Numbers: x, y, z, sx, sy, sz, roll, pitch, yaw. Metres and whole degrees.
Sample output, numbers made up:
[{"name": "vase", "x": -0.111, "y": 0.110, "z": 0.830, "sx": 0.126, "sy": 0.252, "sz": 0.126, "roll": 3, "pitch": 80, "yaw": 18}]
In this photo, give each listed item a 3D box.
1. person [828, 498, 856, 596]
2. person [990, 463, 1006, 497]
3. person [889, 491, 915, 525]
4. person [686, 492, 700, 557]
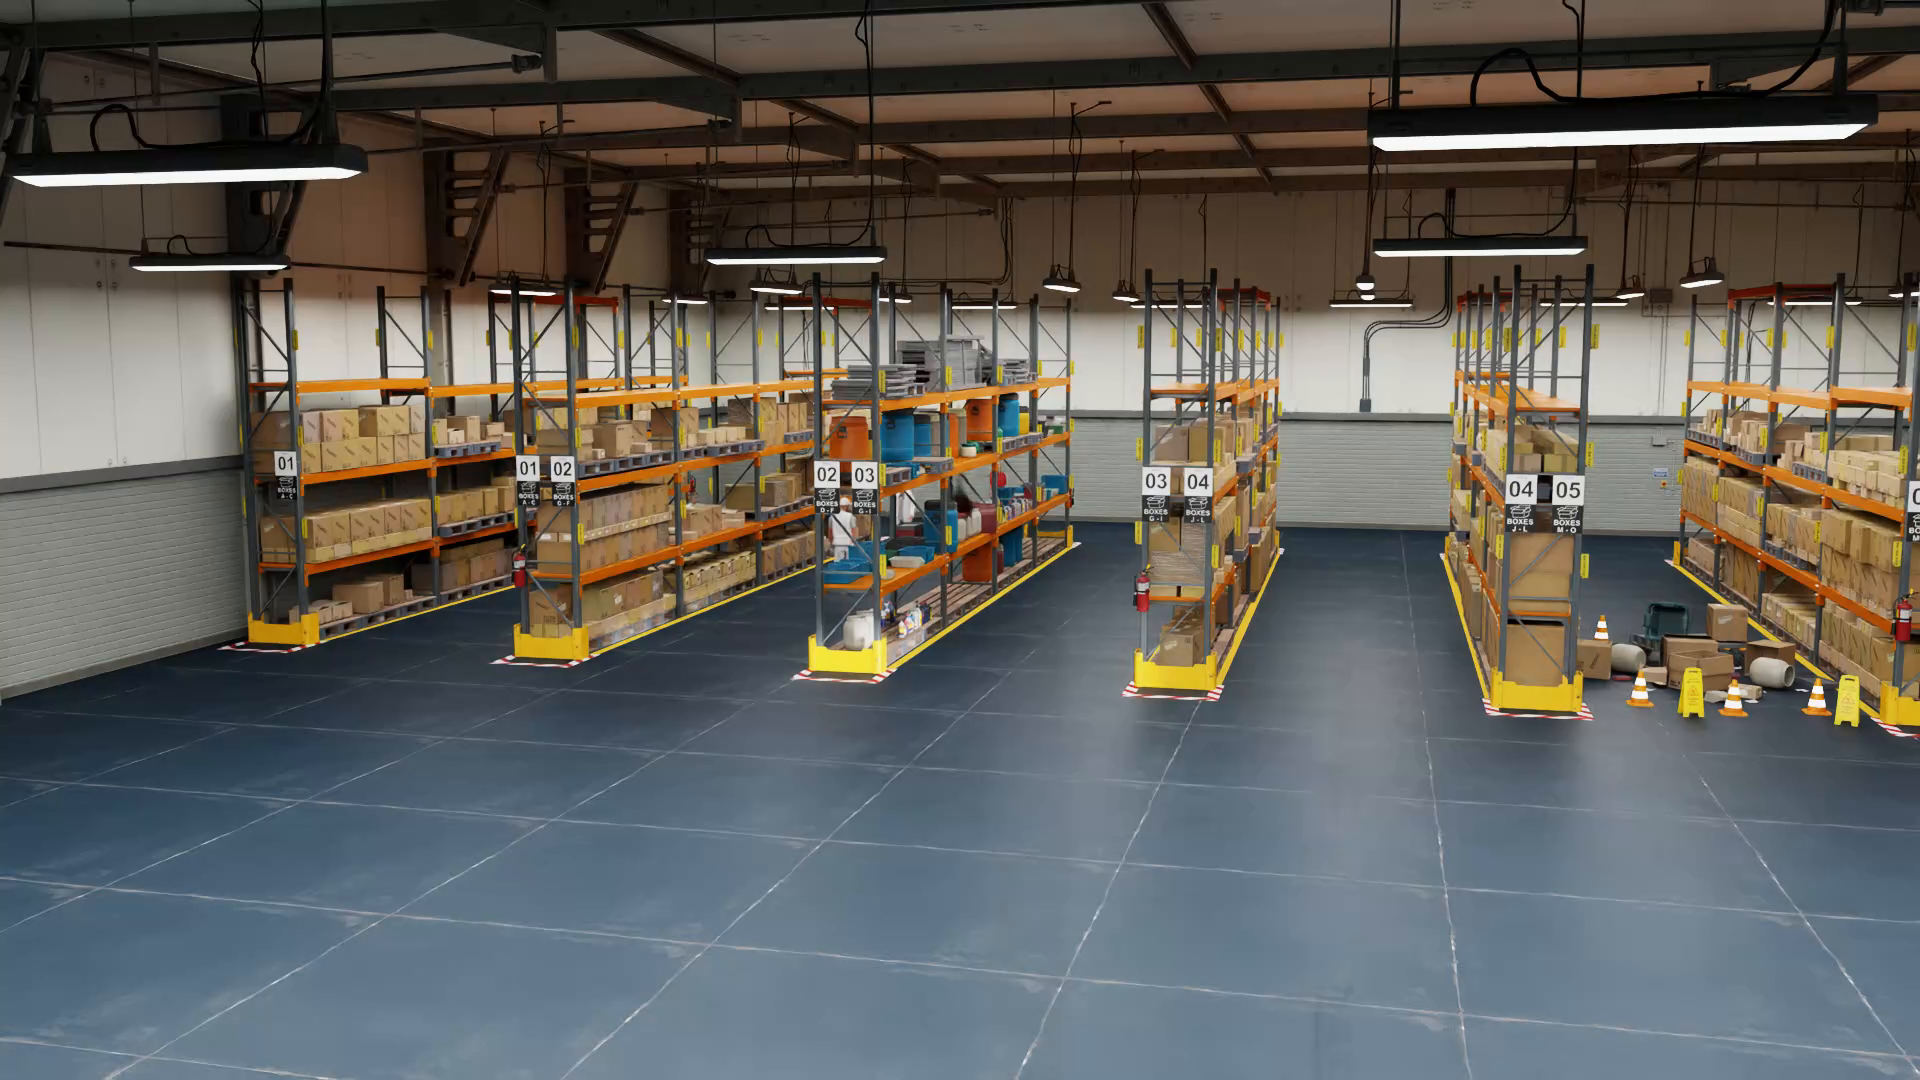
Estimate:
[{"name": "person", "x": -2.181, "y": 0.151, "z": 30.848, "sx": 0.484, "sy": 1.865, "sz": 0.529, "roll": -3, "pitch": 8, "yaw": -27}, {"name": "person", "x": 1.073, "y": -1.187, "z": 44.423, "sx": 0.470, "sy": 1.739, "sz": 0.551, "roll": 3, "pitch": 8, "yaw": 26}, {"name": "person", "x": -1.379, "y": -0.538, "z": 38.847, "sx": 0.655, "sy": 1.721, "sz": 1.119, "roll": 2, "pitch": 7, "yaw": 13}, {"name": "person", "x": -5.978, "y": -0.265, "z": 37.141, "sx": 0.442, "sy": 1.634, "sz": 0.948, "roll": 2, "pitch": 7, "yaw": 16}]
